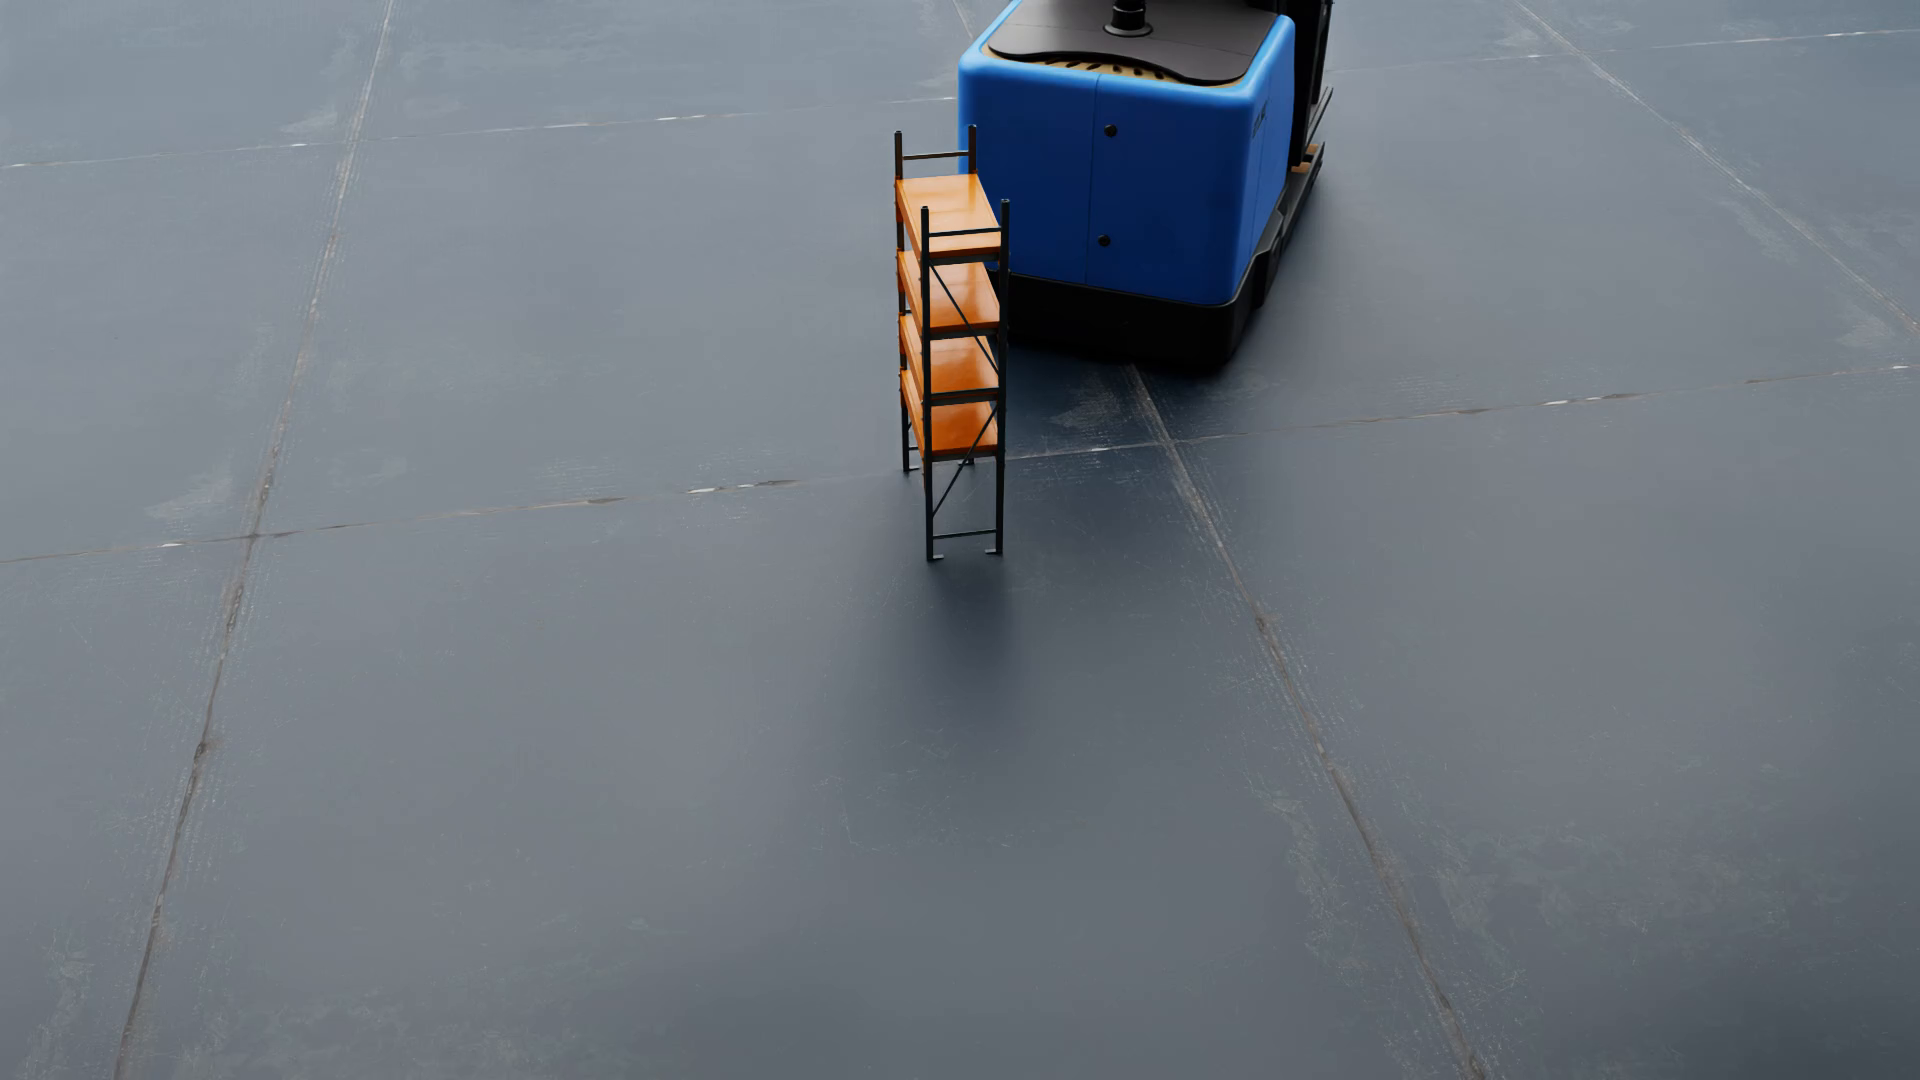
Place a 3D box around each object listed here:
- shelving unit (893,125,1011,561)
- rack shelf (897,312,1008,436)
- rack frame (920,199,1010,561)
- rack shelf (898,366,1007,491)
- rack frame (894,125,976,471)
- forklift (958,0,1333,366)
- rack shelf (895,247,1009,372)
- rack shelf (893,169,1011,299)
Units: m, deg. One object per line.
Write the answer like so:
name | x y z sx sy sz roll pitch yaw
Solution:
shelving unit | -0.029 -0.574 5.011 0.258 1.200 0.503 -6 38 -8
rack shelf | -0.029 -0.521 5.052 0.258 0.148 0.480 -6 38 -8
rack frame | 0.014 -0.426 4.821 0.240 1.200 0.015 -6 38 -8
rack shelf | -0.029 -0.364 5.174 0.258 0.148 0.480 -6 38 -8
rack frame | -0.072 -0.721 5.200 0.240 1.200 0.015 -6 38 -8
forklift | 0.950 -2.684 6.316 1.130 2.935 3.031 12 39 15
rack shelf | -0.029 -0.697 4.915 0.258 0.148 0.480 -6 38 -8
rack shelf | -0.029 -0.884 4.770 0.258 0.148 0.480 -6 38 -8
